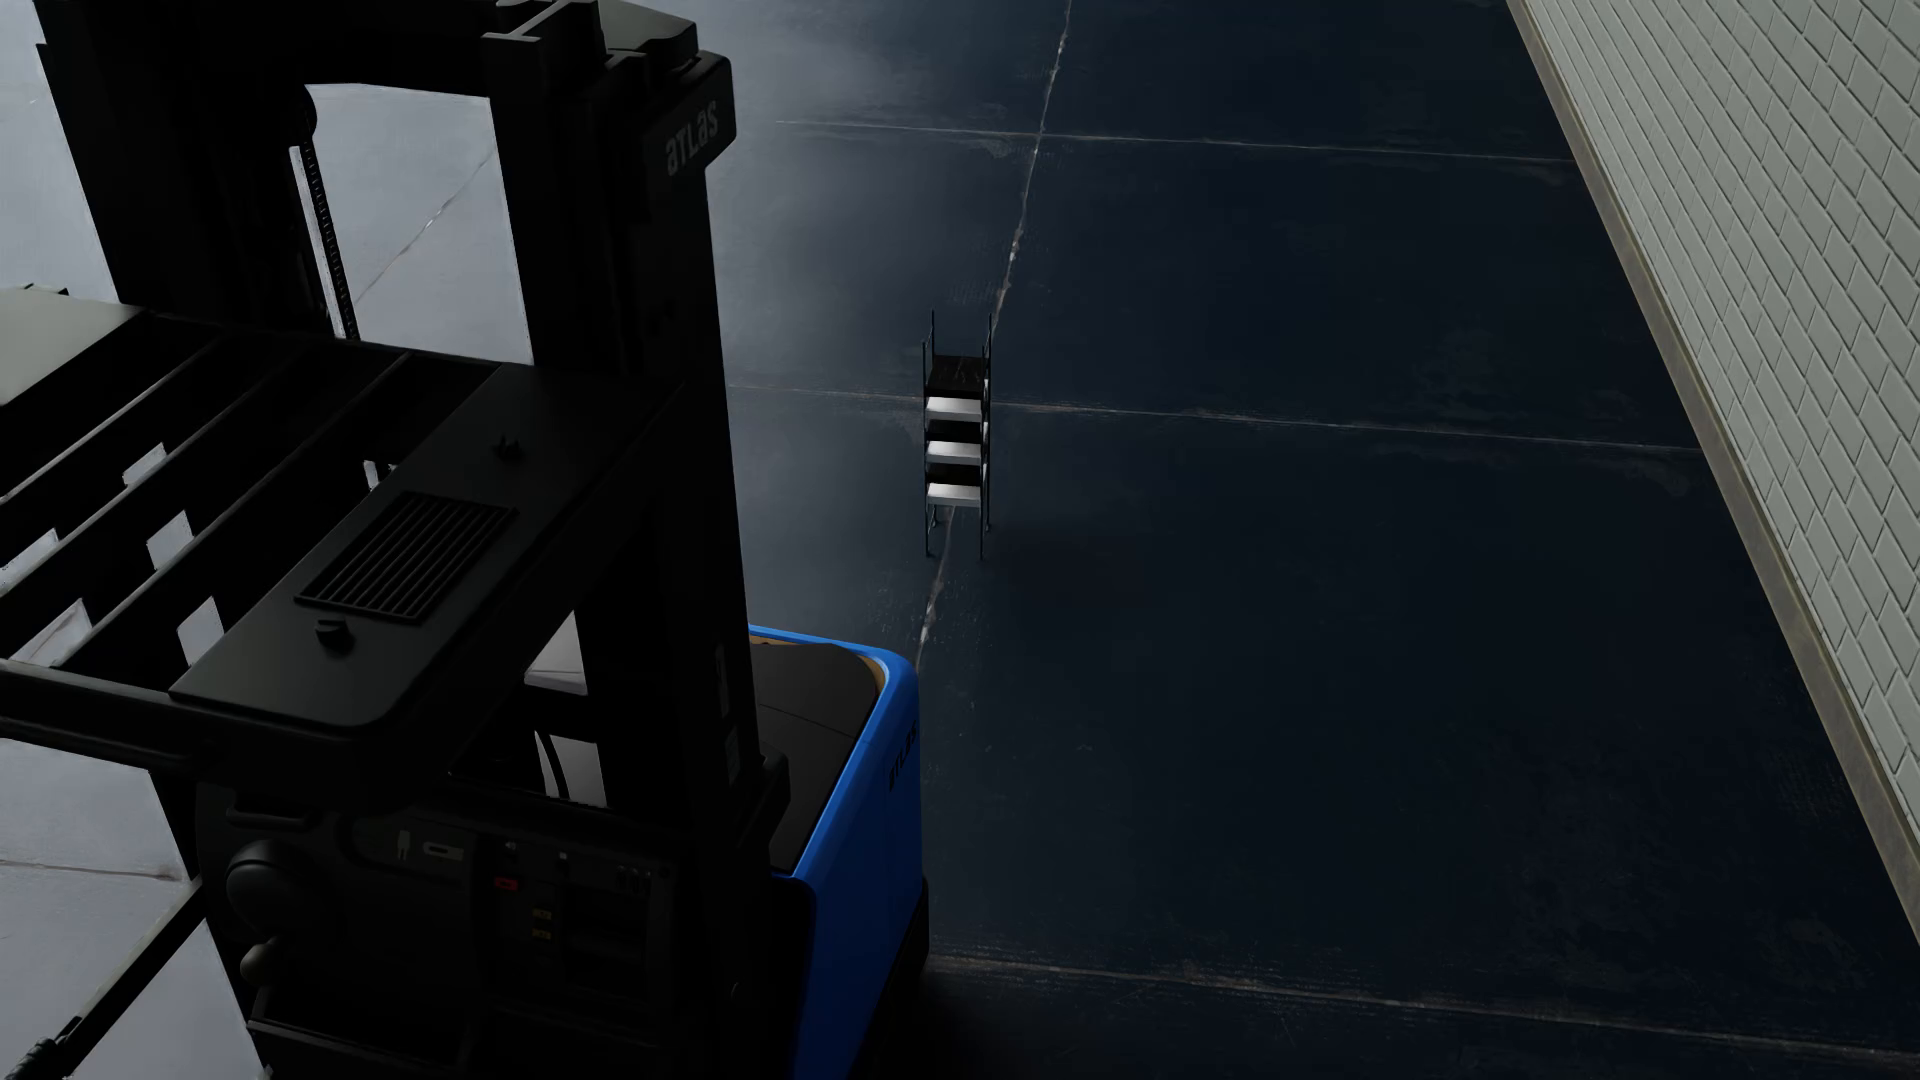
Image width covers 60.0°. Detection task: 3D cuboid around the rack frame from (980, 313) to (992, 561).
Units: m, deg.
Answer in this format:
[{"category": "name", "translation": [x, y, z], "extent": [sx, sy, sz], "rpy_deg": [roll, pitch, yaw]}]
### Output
[{"category": "rack frame", "translation": [0.093, -0.359, 5.979], "extent": [0.006, 0.900, 0.240], "rpy_deg": [4, 36, 6]}]

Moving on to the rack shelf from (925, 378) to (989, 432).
[{"category": "rack shelf", "translation": [-0.008, -0.486, 5.904], "extent": [0.200, 0.077, 0.258], "rpy_deg": [4, 36, 6]}]

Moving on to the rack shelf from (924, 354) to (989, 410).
[{"category": "rack shelf", "translation": [-0.008, -0.560, 5.852], "extent": [0.200, 0.077, 0.258], "rpy_deg": [4, 36, 6]}]

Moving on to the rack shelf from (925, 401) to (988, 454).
[{"category": "rack shelf", "translation": [-0.008, -0.413, 5.957], "extent": [0.200, 0.077, 0.258], "rpy_deg": [4, 36, 6]}]

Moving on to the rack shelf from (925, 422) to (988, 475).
[{"category": "rack shelf", "translation": [-0.008, -0.340, 6.009], "extent": [0.200, 0.077, 0.258], "rpy_deg": [4, 36, 6]}]

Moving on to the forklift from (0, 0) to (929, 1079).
[{"category": "forklift", "translation": [-0.979, 0.702, 2.744], "extent": [1.130, 2.935, 3.031], "rpy_deg": [9, 37, 13]}]

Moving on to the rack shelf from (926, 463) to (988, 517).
[{"category": "rack shelf", "translation": [-0.008, -0.193, 6.113], "extent": [0.200, 0.077, 0.258], "rpy_deg": [4, 36, 6]}]

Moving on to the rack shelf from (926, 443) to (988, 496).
[{"category": "rack shelf", "translation": [-0.008, -0.267, 6.061], "extent": [0.200, 0.077, 0.258], "rpy_deg": [4, 36, 6]}]

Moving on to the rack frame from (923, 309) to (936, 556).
[{"category": "rack frame", "translation": [-0.109, -0.374, 6.000], "extent": [0.006, 0.900, 0.240], "rpy_deg": [4, 36, 6]}]

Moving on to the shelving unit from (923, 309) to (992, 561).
[{"category": "shelving unit", "translation": [-0.008, -0.367, 5.989], "extent": [0.210, 0.900, 0.258], "rpy_deg": [4, 36, 6]}]
